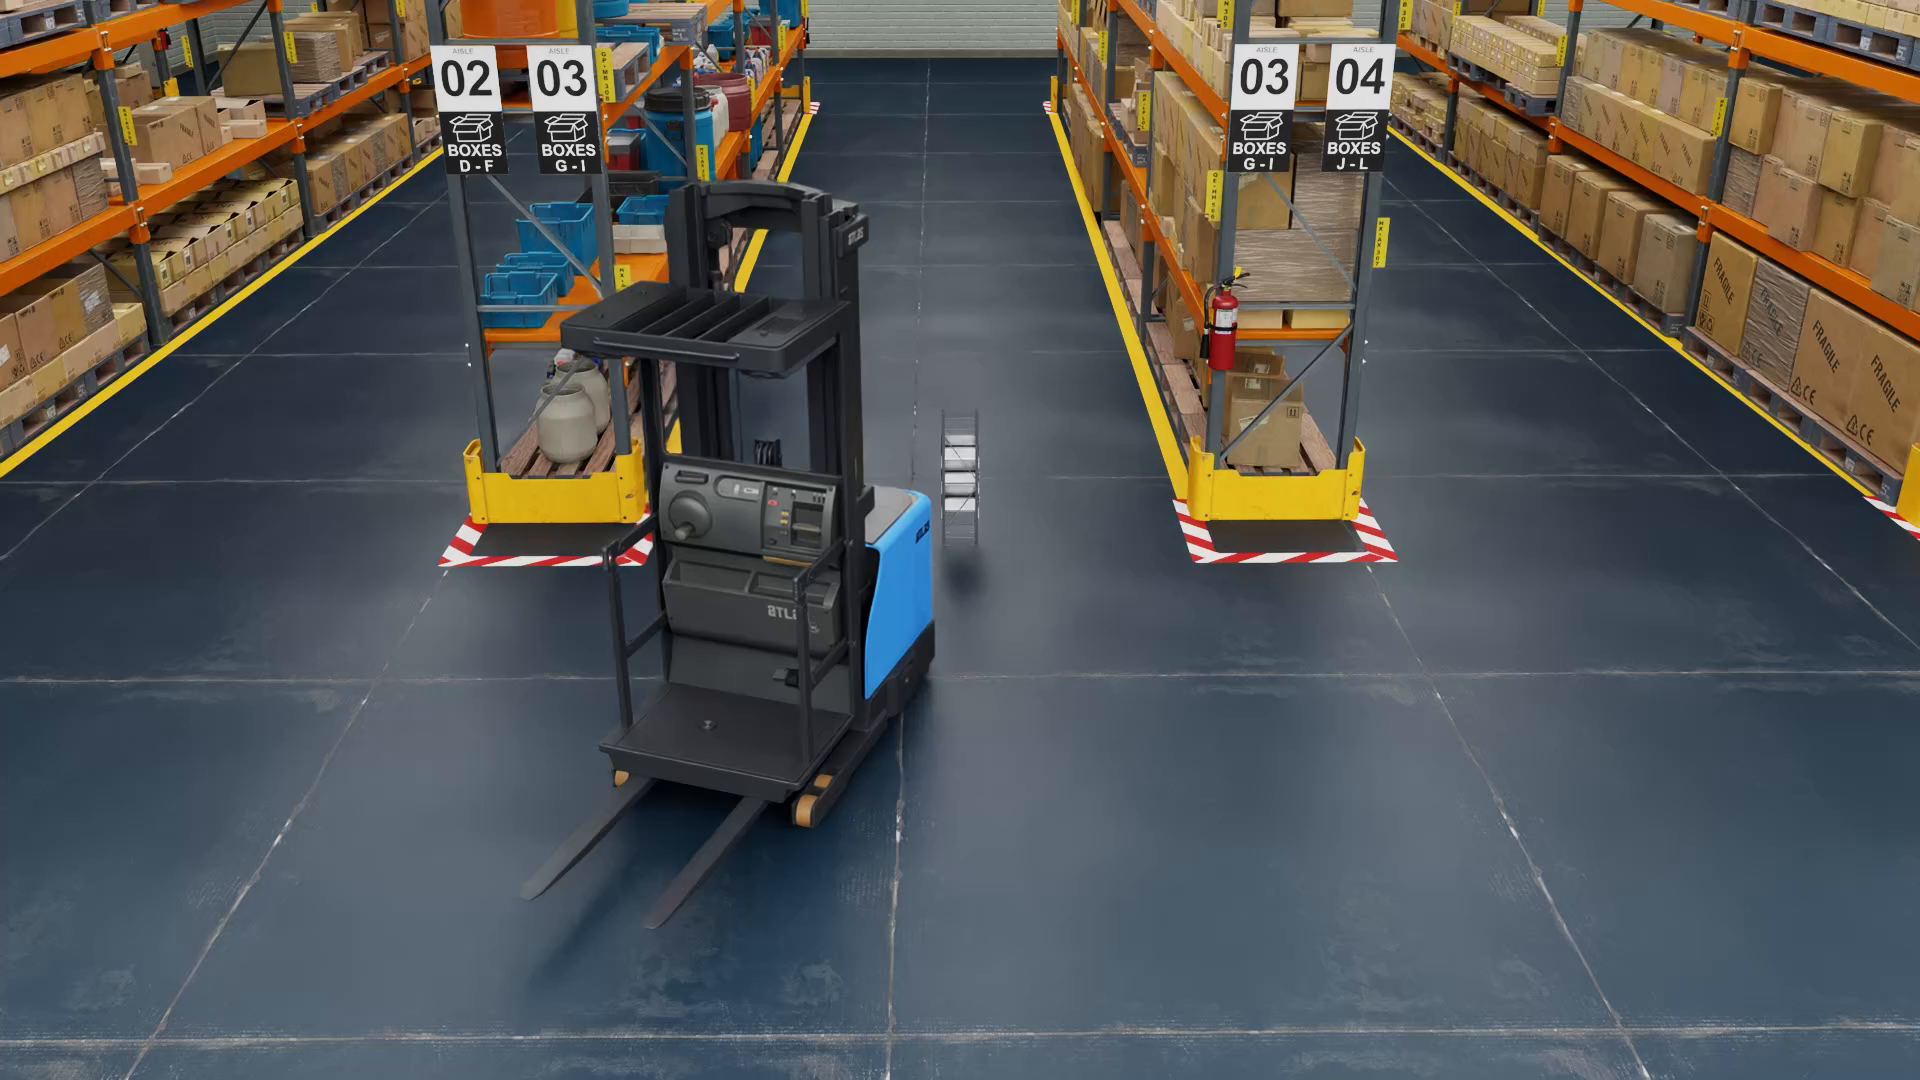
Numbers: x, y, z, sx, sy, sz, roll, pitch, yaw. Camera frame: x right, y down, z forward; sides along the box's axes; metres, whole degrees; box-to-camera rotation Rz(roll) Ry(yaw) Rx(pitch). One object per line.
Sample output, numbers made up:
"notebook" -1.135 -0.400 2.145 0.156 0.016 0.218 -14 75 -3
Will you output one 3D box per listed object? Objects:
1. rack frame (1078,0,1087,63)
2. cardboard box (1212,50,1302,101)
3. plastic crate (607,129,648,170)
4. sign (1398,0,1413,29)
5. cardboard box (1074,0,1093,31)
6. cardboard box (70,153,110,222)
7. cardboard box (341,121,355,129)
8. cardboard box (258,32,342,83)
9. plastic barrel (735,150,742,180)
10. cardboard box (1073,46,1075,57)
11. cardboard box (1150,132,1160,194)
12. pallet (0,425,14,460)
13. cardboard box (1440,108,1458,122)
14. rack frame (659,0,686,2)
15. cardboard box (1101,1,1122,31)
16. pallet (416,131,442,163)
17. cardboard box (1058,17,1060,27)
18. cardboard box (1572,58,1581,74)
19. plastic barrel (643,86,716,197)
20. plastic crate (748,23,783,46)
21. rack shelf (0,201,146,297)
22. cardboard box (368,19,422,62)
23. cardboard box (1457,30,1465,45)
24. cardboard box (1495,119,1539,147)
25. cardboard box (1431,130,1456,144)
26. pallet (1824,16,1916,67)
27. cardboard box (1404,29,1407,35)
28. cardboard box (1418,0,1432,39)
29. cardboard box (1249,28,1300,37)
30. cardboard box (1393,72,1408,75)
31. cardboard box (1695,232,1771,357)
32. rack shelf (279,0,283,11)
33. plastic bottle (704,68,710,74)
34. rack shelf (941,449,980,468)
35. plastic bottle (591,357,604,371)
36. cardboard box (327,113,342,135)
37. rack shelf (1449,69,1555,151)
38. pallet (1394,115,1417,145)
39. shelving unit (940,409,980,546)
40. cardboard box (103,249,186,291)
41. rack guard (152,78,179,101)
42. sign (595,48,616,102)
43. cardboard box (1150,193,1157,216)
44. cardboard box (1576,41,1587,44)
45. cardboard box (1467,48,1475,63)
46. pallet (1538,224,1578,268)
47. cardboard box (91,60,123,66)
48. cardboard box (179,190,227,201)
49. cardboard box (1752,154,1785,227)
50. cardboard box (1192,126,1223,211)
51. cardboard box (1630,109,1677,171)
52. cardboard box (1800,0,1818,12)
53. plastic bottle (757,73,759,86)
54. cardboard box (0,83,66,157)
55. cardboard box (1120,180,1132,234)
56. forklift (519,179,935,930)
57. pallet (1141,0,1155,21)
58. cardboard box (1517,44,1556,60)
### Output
"rack frame" 2.064 -6.488 21.954 1.000 3.000 0.127 0 24 -1
"cardboard box" 1.935 -3.039 10.871 0.500 0.250 0.500 0 24 1
"plastic crate" -3.125 -3.615 15.621 0.392 0.384 0.575 0 24 -1
"sign" 2.737 -3.310 10.228 0.100 0.325 0.005 0 24 -1
"cardboard box" 1.791 -7.085 22.185 0.500 0.500 0.500 0 24 1
"cardboard box" -7.744 -3.011 14.146 0.700 0.500 0.500 -1 24 -2
"cardboard box" -8.063 -5.086 21.355 0.500 0.500 0.500 0 24 0
"cardboard box" -7.737 -5.670 19.515 0.700 0.500 0.500 4 25 9
"plastic barrel" -2.880 -4.576 20.145 0.600 0.588 0.708 0 24 -1
"cardboard box" 1.730 -6.604 22.516 0.380 0.149 0.250 0 24 0
"cardboard box" 2.094 -3.186 14.173 0.875 0.500 0.500 0 24 -1
"pallet" -7.761 -0.544 12.197 1.003 0.211 1.213 0 24 -1
"cardboard box" 6.760 -5.777 22.611 0.380 0.149 0.250 0 24 1
"rack frame" -2.802 -5.902 13.380 1.000 3.000 0.127 0 24 -1
"cardboard box" 2.097 -6.188 19.954 0.797 0.503 0.637 1 24 1
"pallet" -7.848 -5.457 23.060 1.003 0.211 1.213 0 24 -1
"cardboard box" 1.694 -7.874 25.324 0.380 0.149 0.250 0 24 0
"cardboard box" 7.253 -5.454 19.104 0.380 0.149 0.250 -1 24 -2
"plastic barrel" -2.503 -3.558 14.868 0.600 0.901 0.708 0 24 -1
"plastic crate" -2.721 -7.069 23.310 0.437 0.282 0.530 0 24 -1
"rack shelf" -7.733 -1.996 12.897 1.077 0.370 4.000 0 24 -1
"cardboard box" -7.575 -6.701 22.306 0.500 0.500 0.500 0 24 1
"cardboard box" 6.574 -6.409 21.216 0.380 0.149 0.250 -1 24 -2
"cardboard box" 6.792 -4.912 20.085 0.500 0.250 0.500 0 24 1
"cardboard box" 6.680 -5.521 22.766 0.380 0.149 0.250 0 24 0
"pallet" 7.121 -3.659 12.169 1.003 0.211 1.213 0 24 -1
"cardboard box" 6.790 -7.545 24.597 0.380 0.149 0.250 1 24 2
"cardboard box" 6.728 -7.266 23.194 0.500 0.500 0.500 0 24 -1
"cardboard box" 1.994 -3.244 10.840 0.380 0.149 0.250 -1 24 -2
"cardboard box" 6.647 -7.062 25.453 0.380 0.149 0.250 -1 24 -3
"cardboard box" 7.049 -2.135 14.400 0.875 0.875 0.875 0 24 0
"rack shelf" -7.820 -6.659 19.567 1.077 0.370 4.000 0 24 -1
"plastic bottle" -3.128 -5.713 20.484 0.097 0.201 0.097 0 24 0
"rack shelf" 0.000 -0.547 11.012 0.258 0.077 0.200 0 24 -1
"plastic bottle" -3.053 -1.552 13.812 0.152 0.276 0.135 0 24 -1
"cardboard box" -8.069 -5.235 20.775 0.500 0.250 0.500 0 24 0
"rack shelf" 7.046 -5.316 20.238 1.077 0.370 4.000 0 24 -1
"pallet" 6.966 -5.978 24.212 1.003 0.211 1.213 0 24 -1
"shelving unit" 0.000 -0.413 11.072 0.258 0.900 0.210 0 24 -1
"cardboard box" -7.510 -2.513 15.314 0.500 0.311 0.500 0 24 0
"rack guard" -12.839 -6.940 25.988 1.175 0.500 0.348 0 24 -1
"sign" -2.208 -2.892 10.353 0.100 0.325 0.005 0 24 -1
"cardboard box" 1.842 -2.884 14.290 0.380 0.149 0.250 0 24 -1
"cardboard box" 7.251 -5.680 19.242 0.380 0.149 0.250 -1 24 -3
"cardboard box" 6.578 -6.060 20.804 0.380 0.149 0.250 0 24 0
"pallet" 7.001 -3.224 18.123 1.003 0.211 1.213 0 24 -1
"cardboard box" -12.933 -7.180 25.221 0.380 0.149 0.250 0 24 0
"cardboard box" -8.072 -3.557 17.621 0.500 0.311 0.500 -1 24 -2
"cardboard box" 7.156 -2.862 13.755 0.875 0.550 0.550 0 24 -1
"cardboard box" 1.930 -2.611 11.687 0.500 0.500 0.500 0 24 -1
"cardboard box" 6.828 -3.848 15.996 0.500 0.500 0.500 0 24 0
"cardboard box" 6.784 -4.197 12.923 0.380 0.149 0.250 -1 24 -1
"plastic bottle" -2.519 -5.657 20.358 0.097 0.201 0.097 0 24 0
"cardboard box" -7.737 -3.394 13.418 0.700 0.500 0.500 0 24 -1
"cardboard box" 2.135 -3.625 18.124 0.700 0.500 0.500 -2 24 -3
"forklift" -1.113 -0.115 7.947 1.130 2.935 3.031 8 26 18
"pallet" 2.251 -4.727 14.650 1.213 0.211 1.003 0 24 -1
"cardboard box" 6.601 -5.579 19.019 0.380 0.149 0.250 0 24 1
